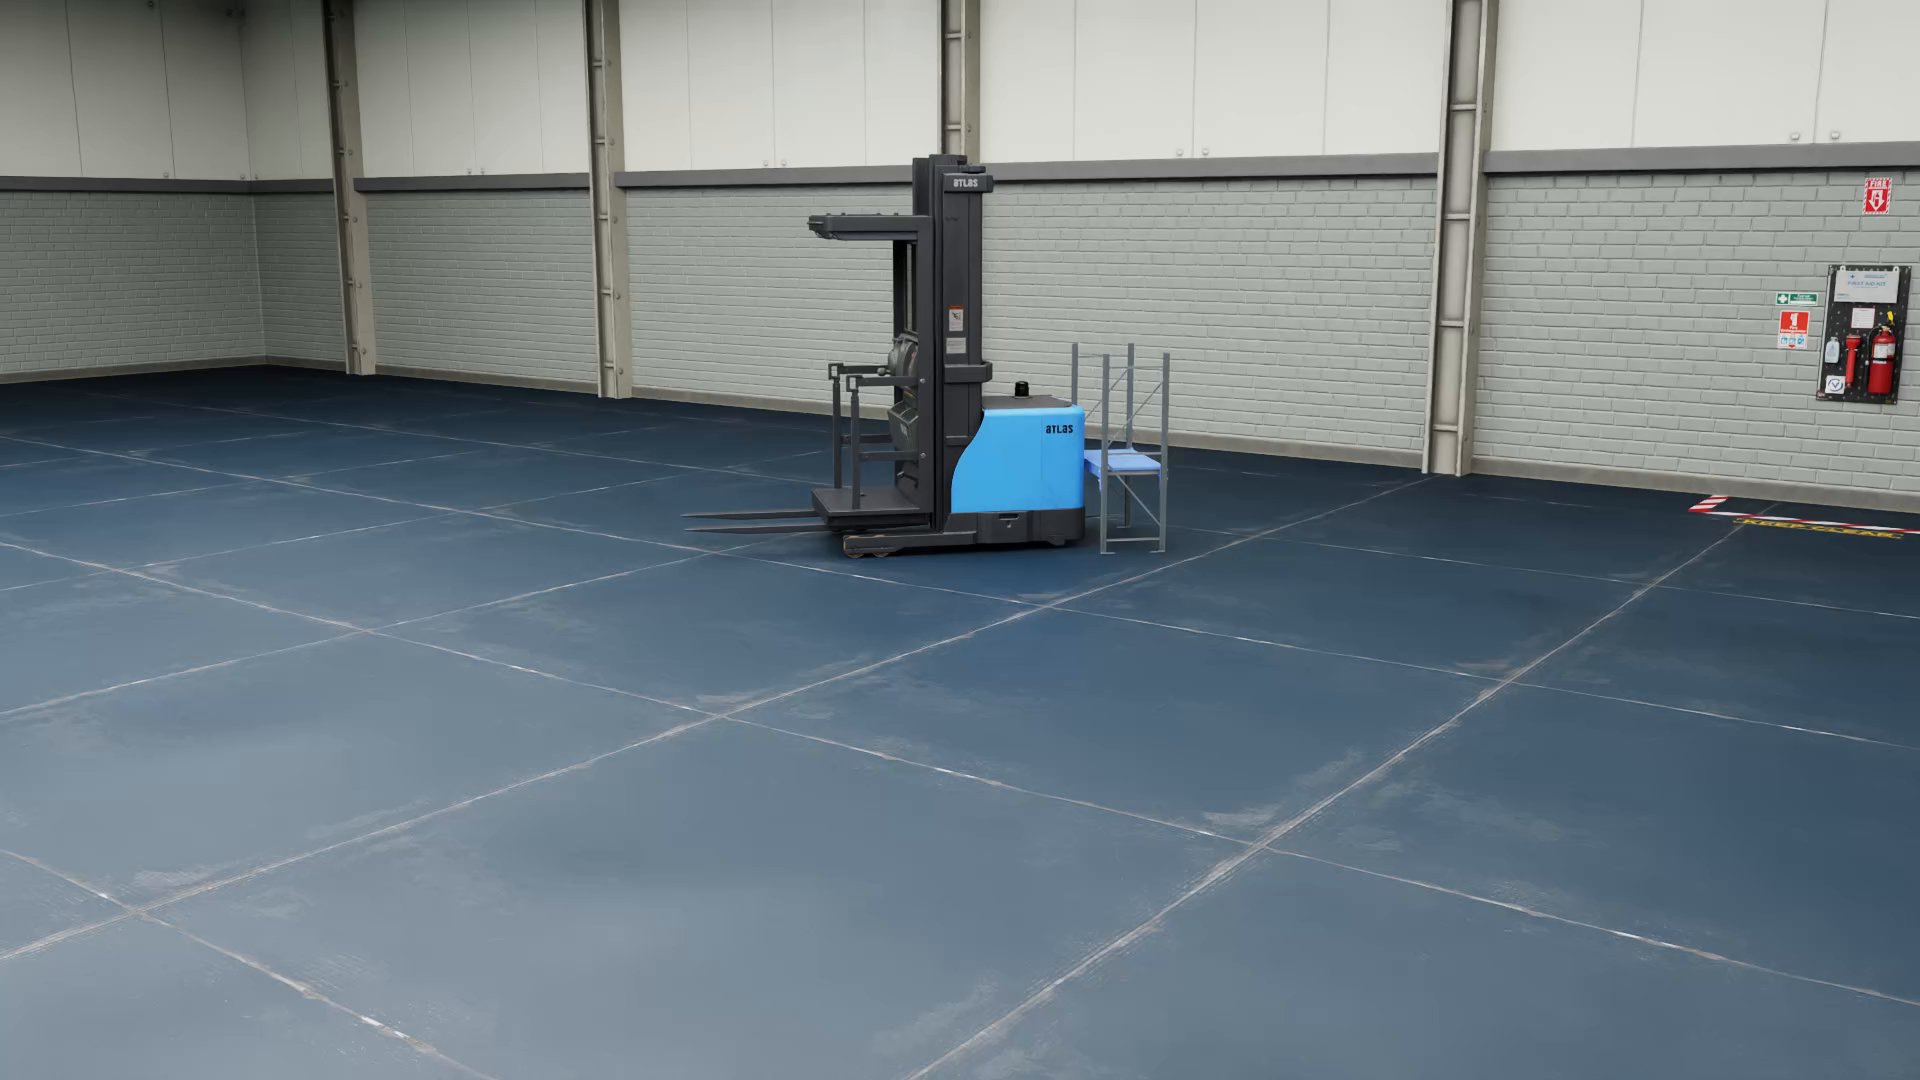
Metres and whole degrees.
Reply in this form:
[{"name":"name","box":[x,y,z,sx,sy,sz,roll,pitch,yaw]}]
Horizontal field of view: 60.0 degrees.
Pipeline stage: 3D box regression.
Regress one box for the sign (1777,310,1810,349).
[{"name":"sign","box":[7.303,-1.844,14.569,0.234,0.329,0.001,8,13,36]}]

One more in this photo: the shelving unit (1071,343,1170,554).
[{"name":"shelving unit","box":[1.219,-0.734,12.873,0.538,1.500,1.048,-2,11,-9]}]

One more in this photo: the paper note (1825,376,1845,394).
[{"name":"paper note","box":[7.585,-1.346,14.411,0.142,0.148,0.016,8,13,36]}]

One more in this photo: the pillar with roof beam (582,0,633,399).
[{"name":"pillar with roof beam","box":[-7.400,-5.775,19.187,0.400,9.000,9.100,8,13,36]}]

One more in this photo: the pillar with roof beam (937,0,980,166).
[{"name":"pillar with roof beam","box":[-2.564,-5.100,15.700,0.400,9.000,9.100,8,13,36]}]

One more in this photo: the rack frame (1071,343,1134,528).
[{"name":"rack frame","box":[1.138,-0.829,13.366,0.500,1.500,0.032,-2,11,-9]}]

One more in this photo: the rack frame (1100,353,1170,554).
[{"name":"rack frame","box":[1.299,-0.638,12.380,0.500,1.500,0.032,-2,11,-9]}]

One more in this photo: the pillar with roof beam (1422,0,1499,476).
[{"name":"pillar with roof beam","box":[2.272,-4.426,12.213,0.400,9.000,9.100,8,13,36]}]

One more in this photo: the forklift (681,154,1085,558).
[{"name":"forklift","box":[-0.612,-1.414,12.624,3.031,2.935,1.130,-2,11,-12]}]

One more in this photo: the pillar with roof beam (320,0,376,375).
[{"name":"pillar with roof beam","box":[-12.236,-6.449,22.674,0.400,9.000,9.100,8,13,36]}]

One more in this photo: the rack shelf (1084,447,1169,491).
[{"name":"rack shelf","box":[1.219,-0.557,12.907,0.538,0.185,1.000,-2,11,-9]}]

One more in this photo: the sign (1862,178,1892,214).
[{"name":"sign","box":[7.740,-2.903,14.033,0.199,0.298,0.001,8,13,36]}]

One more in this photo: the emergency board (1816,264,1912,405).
[{"name":"emergency board","box":[7.687,-1.748,14.169,0.643,1.169,0.194,8,13,36]}]

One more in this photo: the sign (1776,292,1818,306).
[{"name":"sign","box":[7.301,-2.102,14.509,0.331,0.109,0.001,8,13,36]}]
